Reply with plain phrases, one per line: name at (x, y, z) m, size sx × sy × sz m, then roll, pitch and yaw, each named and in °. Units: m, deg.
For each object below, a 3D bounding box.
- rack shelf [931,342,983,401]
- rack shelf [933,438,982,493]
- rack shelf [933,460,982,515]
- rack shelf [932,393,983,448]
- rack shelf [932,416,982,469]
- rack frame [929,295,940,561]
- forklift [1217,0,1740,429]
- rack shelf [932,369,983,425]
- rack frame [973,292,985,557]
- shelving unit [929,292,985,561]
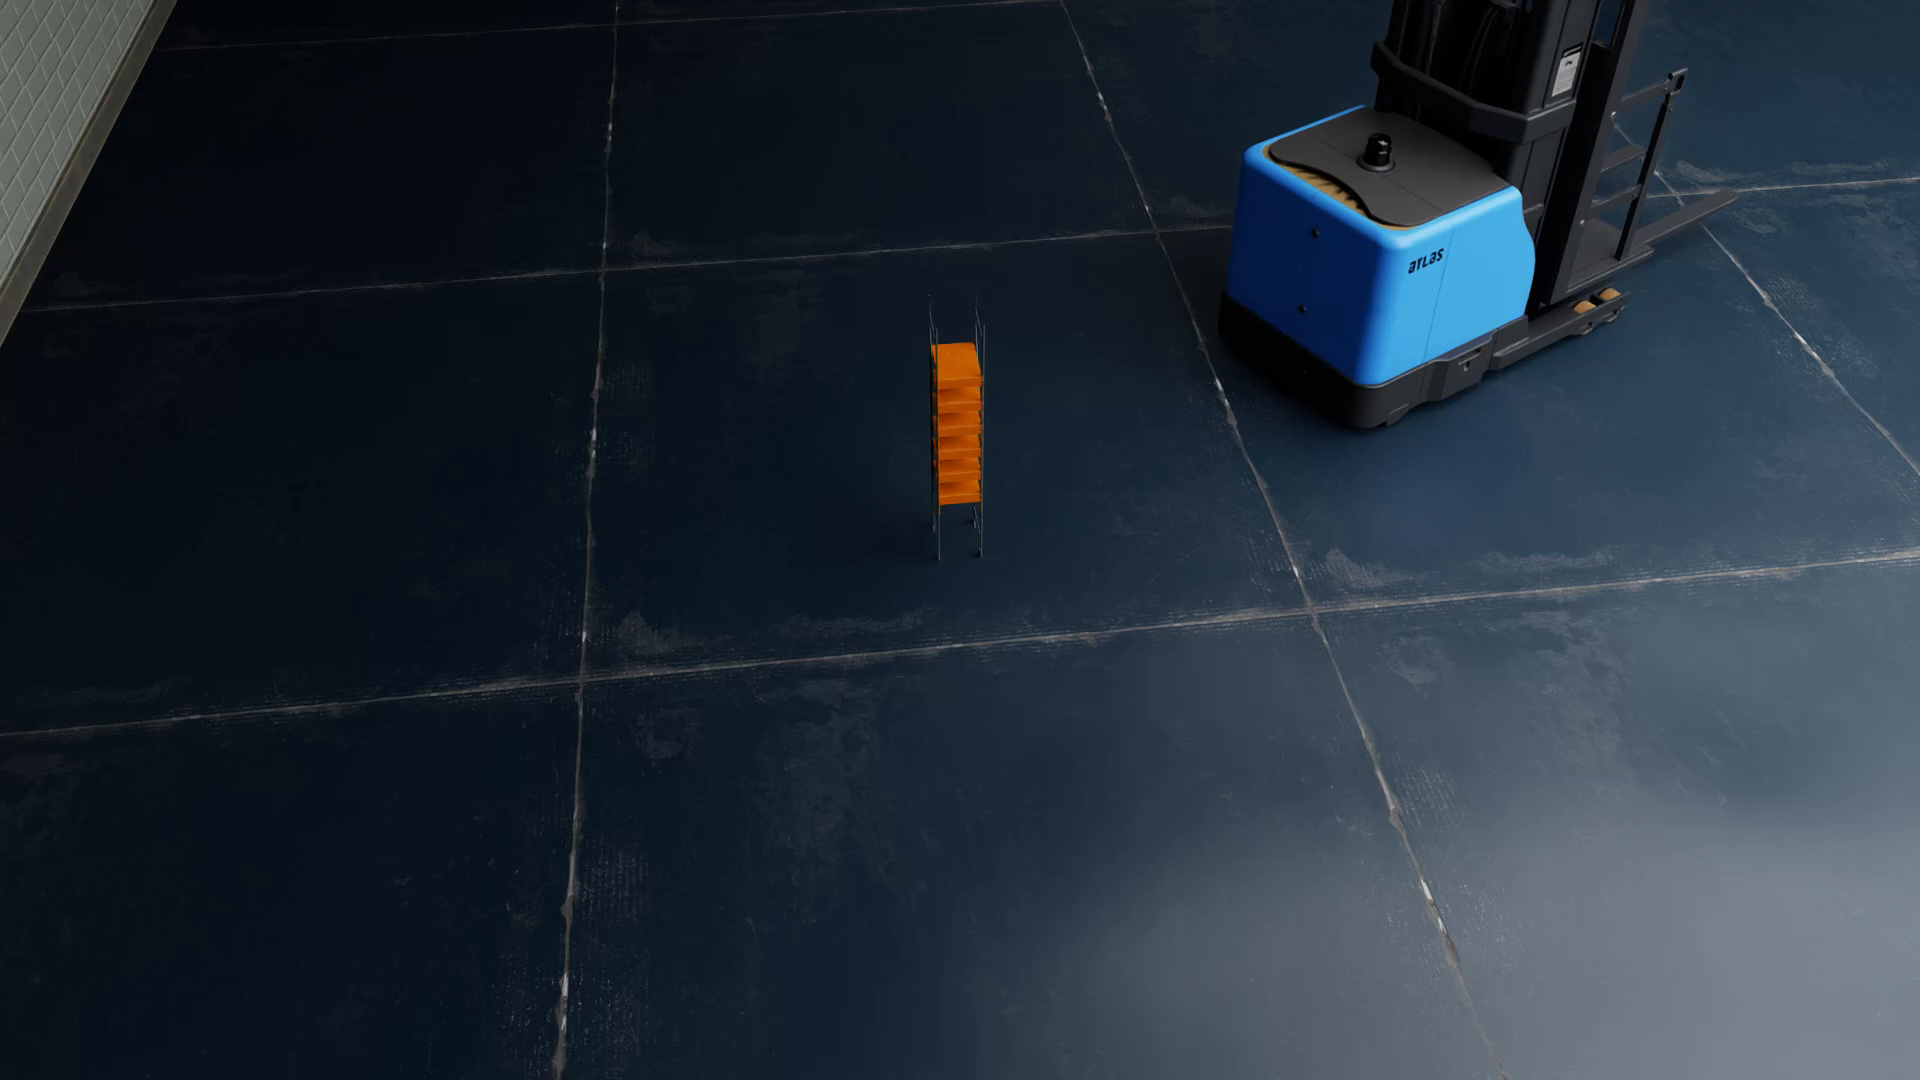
rack shelf at (-0.014, -0.679, 6.635) m, size 0.180 × 0.103 × 0.258 m, roll -5°, pitch 42°, yaw -6°
rack shelf at (-0.014, -0.322, 6.957) m, size 0.180 × 0.103 × 0.258 m, roll -5°, pitch 42°, yaw -6°
rack shelf at (-0.014, -0.233, 7.037) m, size 0.180 × 0.103 × 0.258 m, roll -5°, pitch 42°, yaw -6°
rack shelf at (-0.014, -0.500, 6.796) m, size 0.180 × 0.103 × 0.258 m, roll -5°, pitch 42°, yaw -6°
rack shelf at (-0.014, -0.411, 6.876) m, size 0.180 × 0.103 × 0.258 m, roll -5°, pitch 42°, yaw -6°
rack frame at (-0.105, -0.436, 6.838) m, size 0.006 × 1.200 × 0.240 m, roll -5°, pitch 42°, yaw -6°
forklift at (2.785, -2.392, 7.713) m, size 3.031 × 2.935 × 1.130 m, roll -25°, pitch 48°, yaw -25°
rack shelf at (-0.014, -0.589, 6.716) m, size 0.180 × 0.103 × 0.258 m, roll -5°, pitch 42°, yaw -6°
rack frame at (0.076, -0.452, 6.856) m, size 0.006 × 1.200 × 0.240 m, roll -5°, pitch 42°, yaw -6°
shelving unit at (-0.014, -0.444, 6.847) m, size 0.189 × 1.200 × 0.258 m, roll -5°, pitch 42°, yaw -6°
